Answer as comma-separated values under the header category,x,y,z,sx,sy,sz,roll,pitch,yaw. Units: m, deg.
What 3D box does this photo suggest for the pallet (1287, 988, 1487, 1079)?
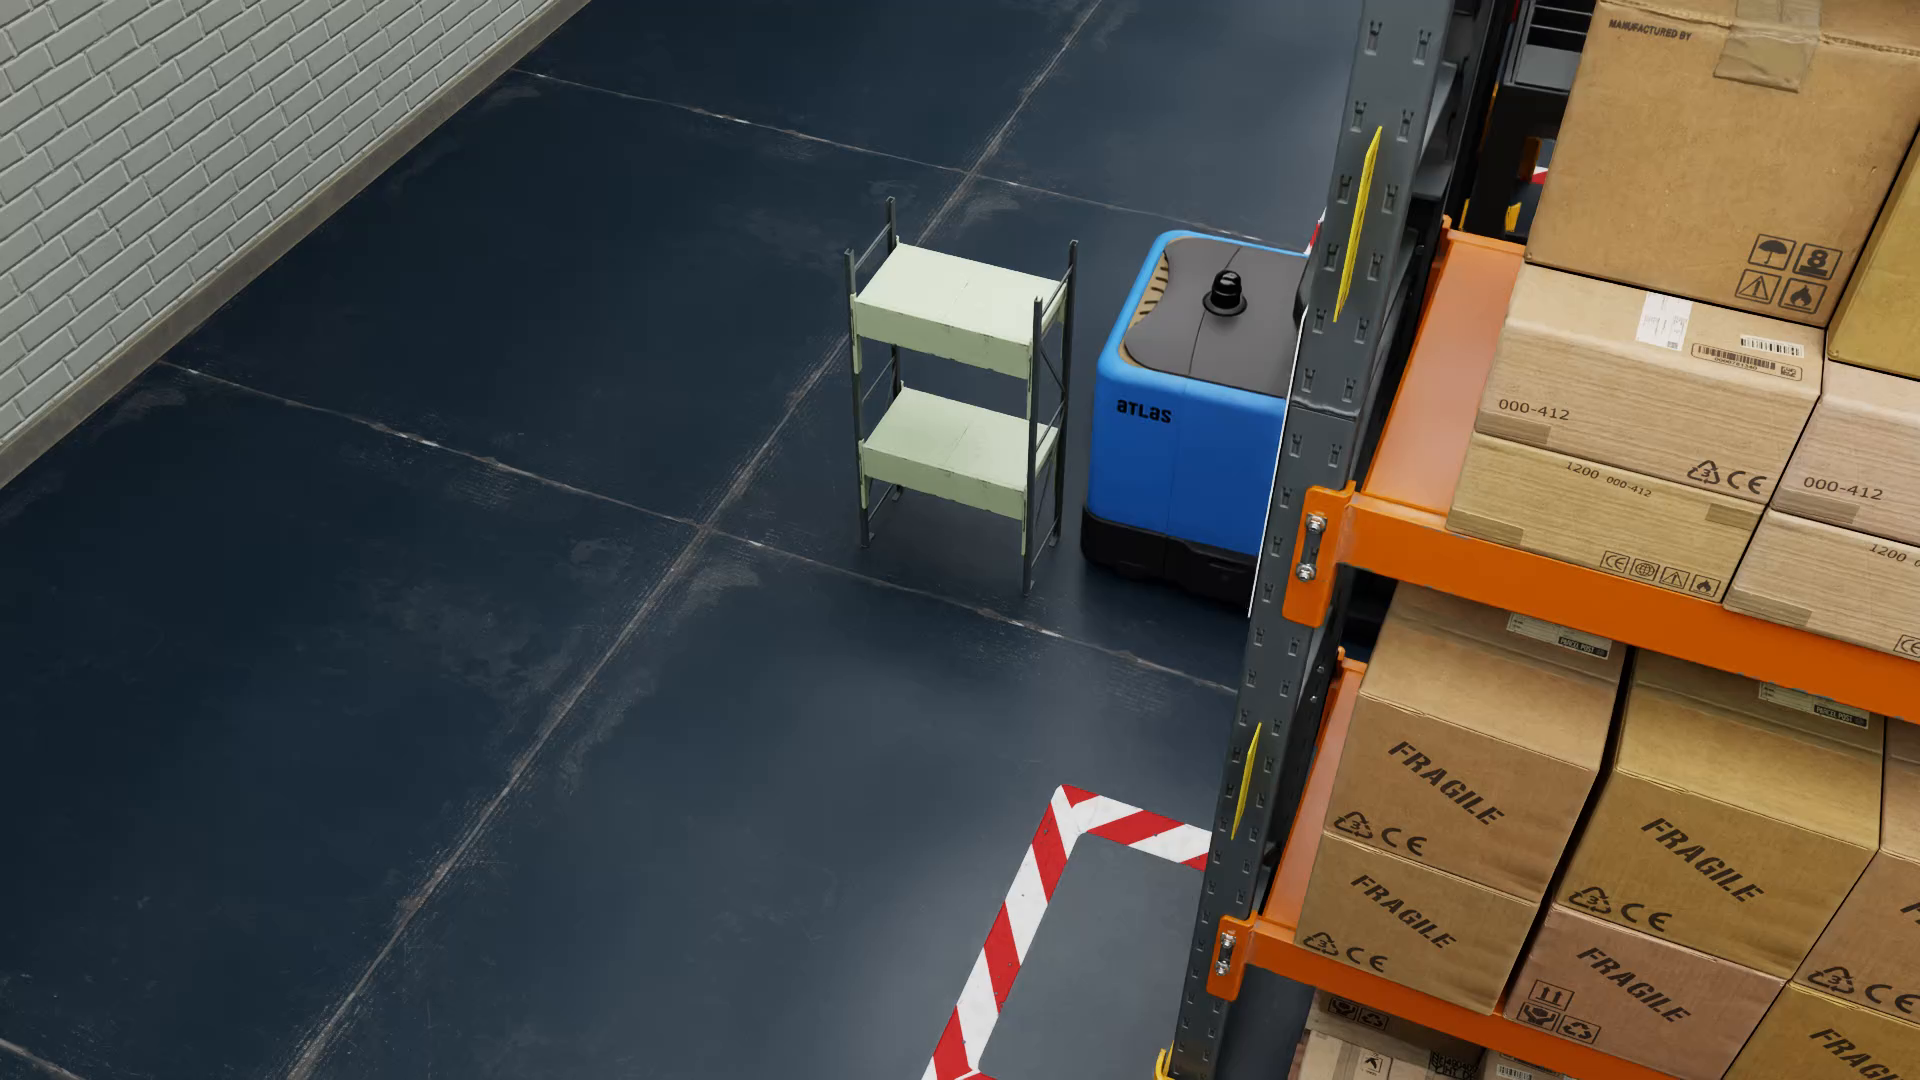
category,x,y,z,sx,sy,sz,roll,pitch,yaw
pallet,1.668,1.730,5.200,1.213,0.211,1.003,16,47,16

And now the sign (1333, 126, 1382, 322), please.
category,x,y,z,sx,sy,sz,roll,pitch,yaw
sign,0.653,-0.515,2.733,0.005,0.325,0.100,16,47,16

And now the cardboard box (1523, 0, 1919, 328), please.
category,x,y,z,sx,sy,sz,roll,pitch,yaw
cardboard box,1.342,-0.819,2.879,0.500,0.500,0.700,16,47,16

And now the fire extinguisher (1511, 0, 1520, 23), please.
category,x,y,z,sx,sy,sz,roll,pitch,yaw
fire extinguisher,2.808,-2.895,8.192,0.183,0.674,0.296,16,47,16

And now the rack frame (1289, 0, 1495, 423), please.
category,x,y,z,sx,sy,sz,roll,pitch,yaw
rack frame,0.862,-1.621,2.339,0.127,3.000,1.000,16,47,16

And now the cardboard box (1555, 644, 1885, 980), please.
category,x,y,z,sx,sy,sz,roll,pitch,yaw
cardboard box,1.655,0.544,3.635,0.500,0.500,0.500,17,47,16

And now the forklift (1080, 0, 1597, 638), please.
category,x,y,z,sx,sy,sz,roll,pitch,yaw
forklift,2.076,-0.908,5.923,3.031,2.935,1.130,14,47,14

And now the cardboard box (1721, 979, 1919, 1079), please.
category,x,y,z,sx,sy,sz,roll,pitch,yaw
cardboard box,2.110,1.037,3.849,0.500,0.500,0.500,16,47,16

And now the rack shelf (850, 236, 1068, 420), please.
category,x,y,z,sx,sy,sz,roll,pitch,yaw
rack shelf,0.006,-0.807,6.283,0.720,0.370,0.431,16,47,16

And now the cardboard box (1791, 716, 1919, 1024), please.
category,x,y,z,sx,sy,sz,roll,pitch,yaw
cardboard box,2.115,0.684,3.496,0.500,0.500,0.500,17,47,16

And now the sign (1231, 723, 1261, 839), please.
category,x,y,z,sx,sy,sz,roll,pitch,yaw
sign,0.653,0.552,3.794,0.005,0.325,0.100,16,47,16

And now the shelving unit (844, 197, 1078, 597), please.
category,x,y,z,sx,sy,sz,roll,pitch,yaw
shelving unit,0.006,-0.530,6.558,0.755,1.500,0.431,16,47,16

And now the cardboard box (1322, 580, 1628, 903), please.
category,x,y,z,sx,sy,sz,roll,pitch,yaw
cardboard box,1.170,0.407,3.773,0.500,0.500,0.500,18,48,17

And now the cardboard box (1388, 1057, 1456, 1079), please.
category,x,y,z,sx,sy,sz,roll,pitch,yaw
cardboard box,1.347,1.759,4.891,0.250,0.166,0.380,16,47,16

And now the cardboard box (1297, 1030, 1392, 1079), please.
category,x,y,z,sx,sy,sz,roll,pitch,yaw
cardboard box,1.116,1.697,4.966,0.250,0.149,0.380,16,47,16

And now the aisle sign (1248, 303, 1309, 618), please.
category,x,y,z,sx,sy,sz,roll,pitch,yaw
aisle sign,0.686,-0.244,3.364,0.004,0.787,0.394,16,47,16

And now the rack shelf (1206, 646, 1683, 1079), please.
category,x,y,z,sx,sy,sz,roll,pitch,yaw
rack shelf,2.708,1.303,4.162,4.000,0.370,1.077,16,47,16

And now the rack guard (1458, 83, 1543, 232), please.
category,x,y,z,sx,sy,sz,roll,pitch,yaw
rack guard,2.745,-1.830,8.574,0.348,0.500,1.175,16,47,16

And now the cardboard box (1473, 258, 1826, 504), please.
category,x,y,z,sx,sy,sz,roll,pitch,yaw
cardboard box,1.236,-0.373,2.963,0.500,0.250,0.500,16,47,16

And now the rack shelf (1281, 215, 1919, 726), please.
category,x,y,z,sx,sy,sz,roll,pitch,yaw
rack shelf,2.708,0.240,3.104,4.000,0.370,1.077,16,47,16

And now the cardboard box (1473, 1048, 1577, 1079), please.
category,x,y,z,sx,sy,sz,roll,pitch,yaw
cardboard box,1.716,1.792,4.799,0.500,0.250,0.500,16,47,16

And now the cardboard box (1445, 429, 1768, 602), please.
category,x,y,z,sx,sy,sz,roll,pitch,yaw
cardboard box,1.238,-0.200,3.143,0.500,0.250,0.500,16,47,16

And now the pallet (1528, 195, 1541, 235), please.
category,x,y,z,sx,sy,sz,roll,pitch,yaw
pallet,3.518,-1.481,8.427,1.213,0.211,1.003,16,47,16

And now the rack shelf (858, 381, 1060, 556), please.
category,x,y,z,sx,sy,sz,roll,pitch,yaw
rack shelf,0.006,-0.299,6.788,0.720,0.370,0.431,16,47,16

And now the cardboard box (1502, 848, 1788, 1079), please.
category,x,y,z,sx,sy,sz,roll,pitch,yaw
cardboard box,1.648,0.898,3.988,0.500,0.500,0.500,16,47,15

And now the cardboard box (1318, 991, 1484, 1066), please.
category,x,y,z,sx,sy,sz,roll,pitch,yaw
cardboard box,1.458,1.223,5.194,0.500,0.500,0.500,16,47,16

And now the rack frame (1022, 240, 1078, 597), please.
category,x,y,z,sx,sy,sz,roll,pitch,yaw
rack frame,0.344,-0.430,6.458,0.023,1.500,0.400,16,47,16

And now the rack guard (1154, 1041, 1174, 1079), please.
category,x,y,z,sx,sy,sz,roll,pitch,yaw
rack guard,0.932,1.412,5.315,0.348,0.500,1.175,16,47,16

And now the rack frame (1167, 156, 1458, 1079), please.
category,x,y,z,sx,sy,sz,roll,pitch,yaw
rack frame,0.862,0.505,4.455,0.127,3.000,1.000,16,47,16

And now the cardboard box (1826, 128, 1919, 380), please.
category,x,y,z,sx,sy,sz,roll,pitch,yaw
cardboard box,1.771,-0.628,2.687,0.500,0.500,0.700,16,47,16

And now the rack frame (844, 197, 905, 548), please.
category,x,y,z,sx,sy,sz,roll,pitch,yaw
rack frame,-0.332,-0.629,6.658,0.023,1.500,0.400,16,47,16

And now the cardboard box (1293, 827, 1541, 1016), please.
category,x,y,z,sx,sy,sz,roll,pitch,yaw
cardboard box,1.170,0.762,4.126,0.500,0.500,0.500,17,47,17

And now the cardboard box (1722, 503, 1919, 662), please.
category,x,y,z,sx,sy,sz,roll,pitch,yaw
cardboard box,1.694,-0.056,2.998,0.500,0.250,0.500,16,47,16

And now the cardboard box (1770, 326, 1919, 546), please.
category,x,y,z,sx,sy,sz,roll,pitch,yaw
cardboard box,1.694,-0.233,2.821,0.500,0.250,0.500,16,47,16
